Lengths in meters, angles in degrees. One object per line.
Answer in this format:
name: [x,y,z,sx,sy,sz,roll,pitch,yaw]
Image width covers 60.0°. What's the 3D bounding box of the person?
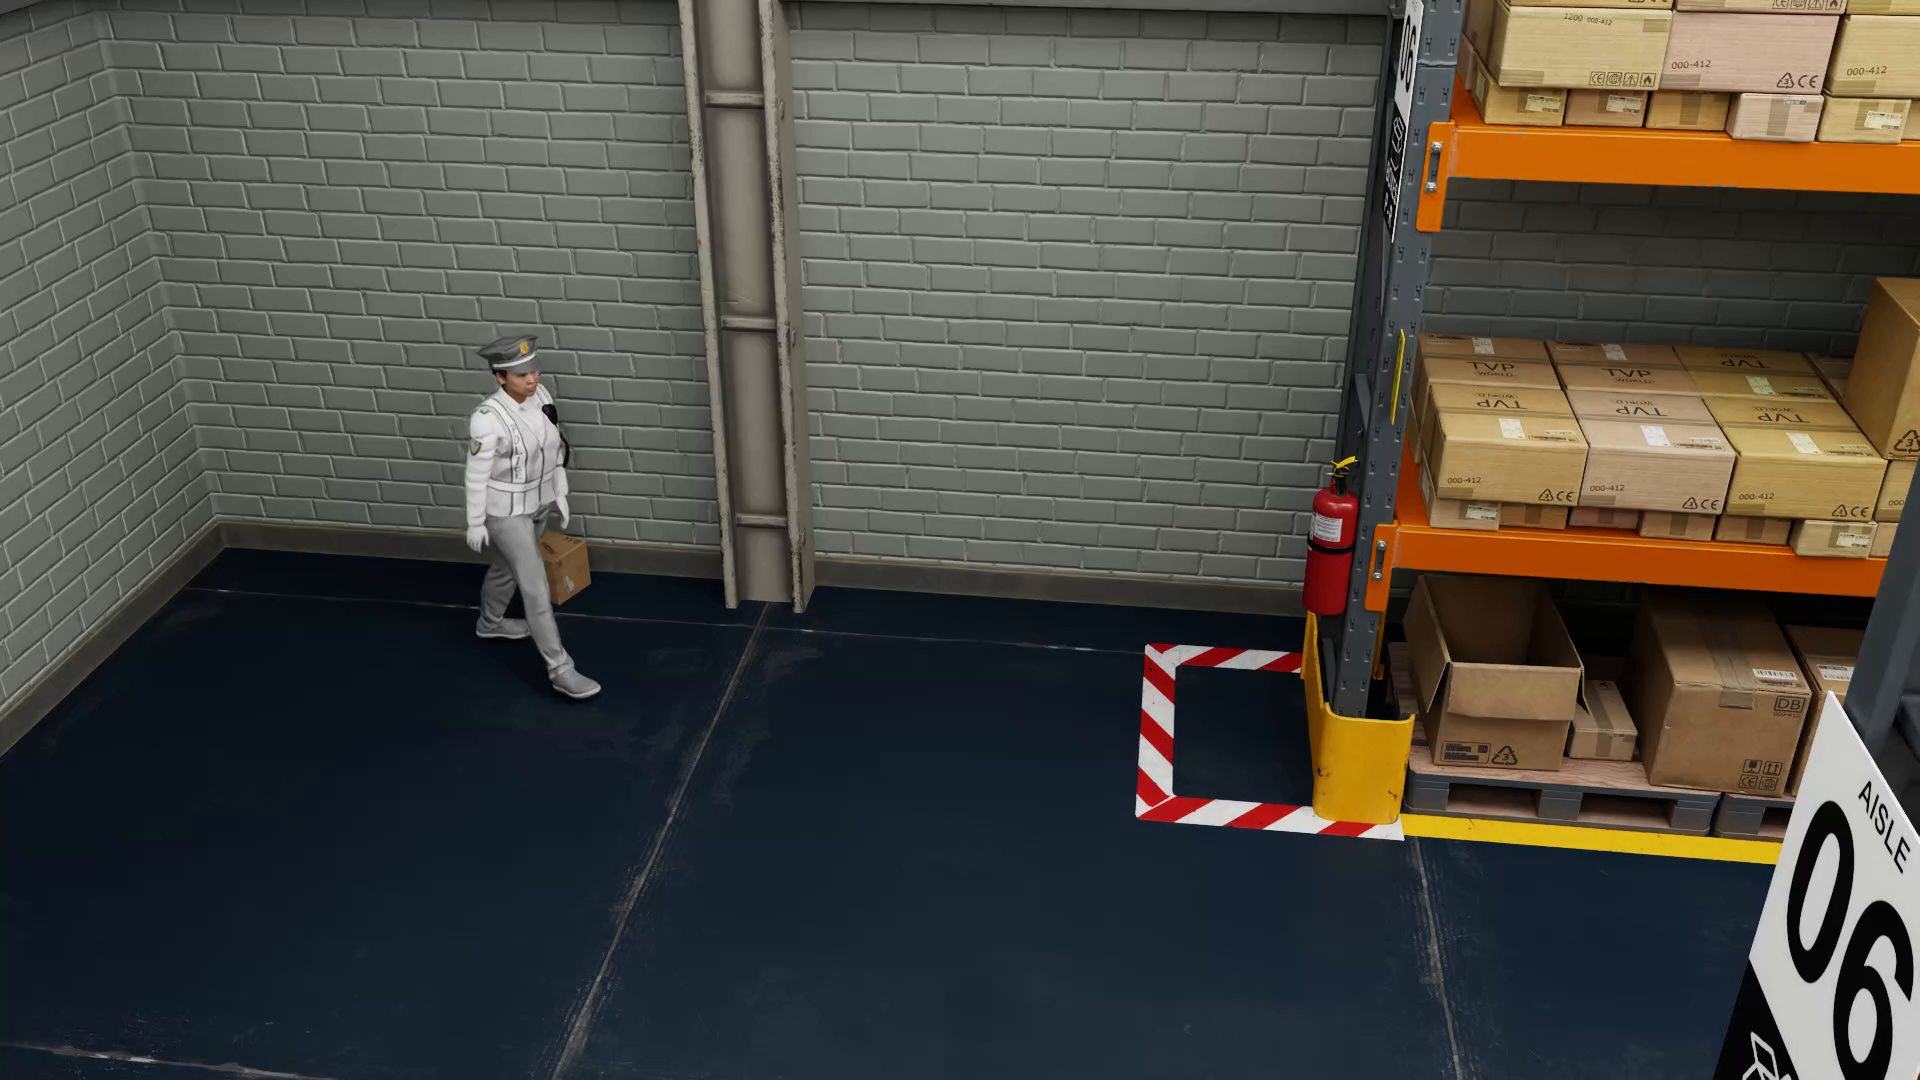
person: [-1.931,-0.154,7.393,0.856,1.640,0.502,12,31,20]
